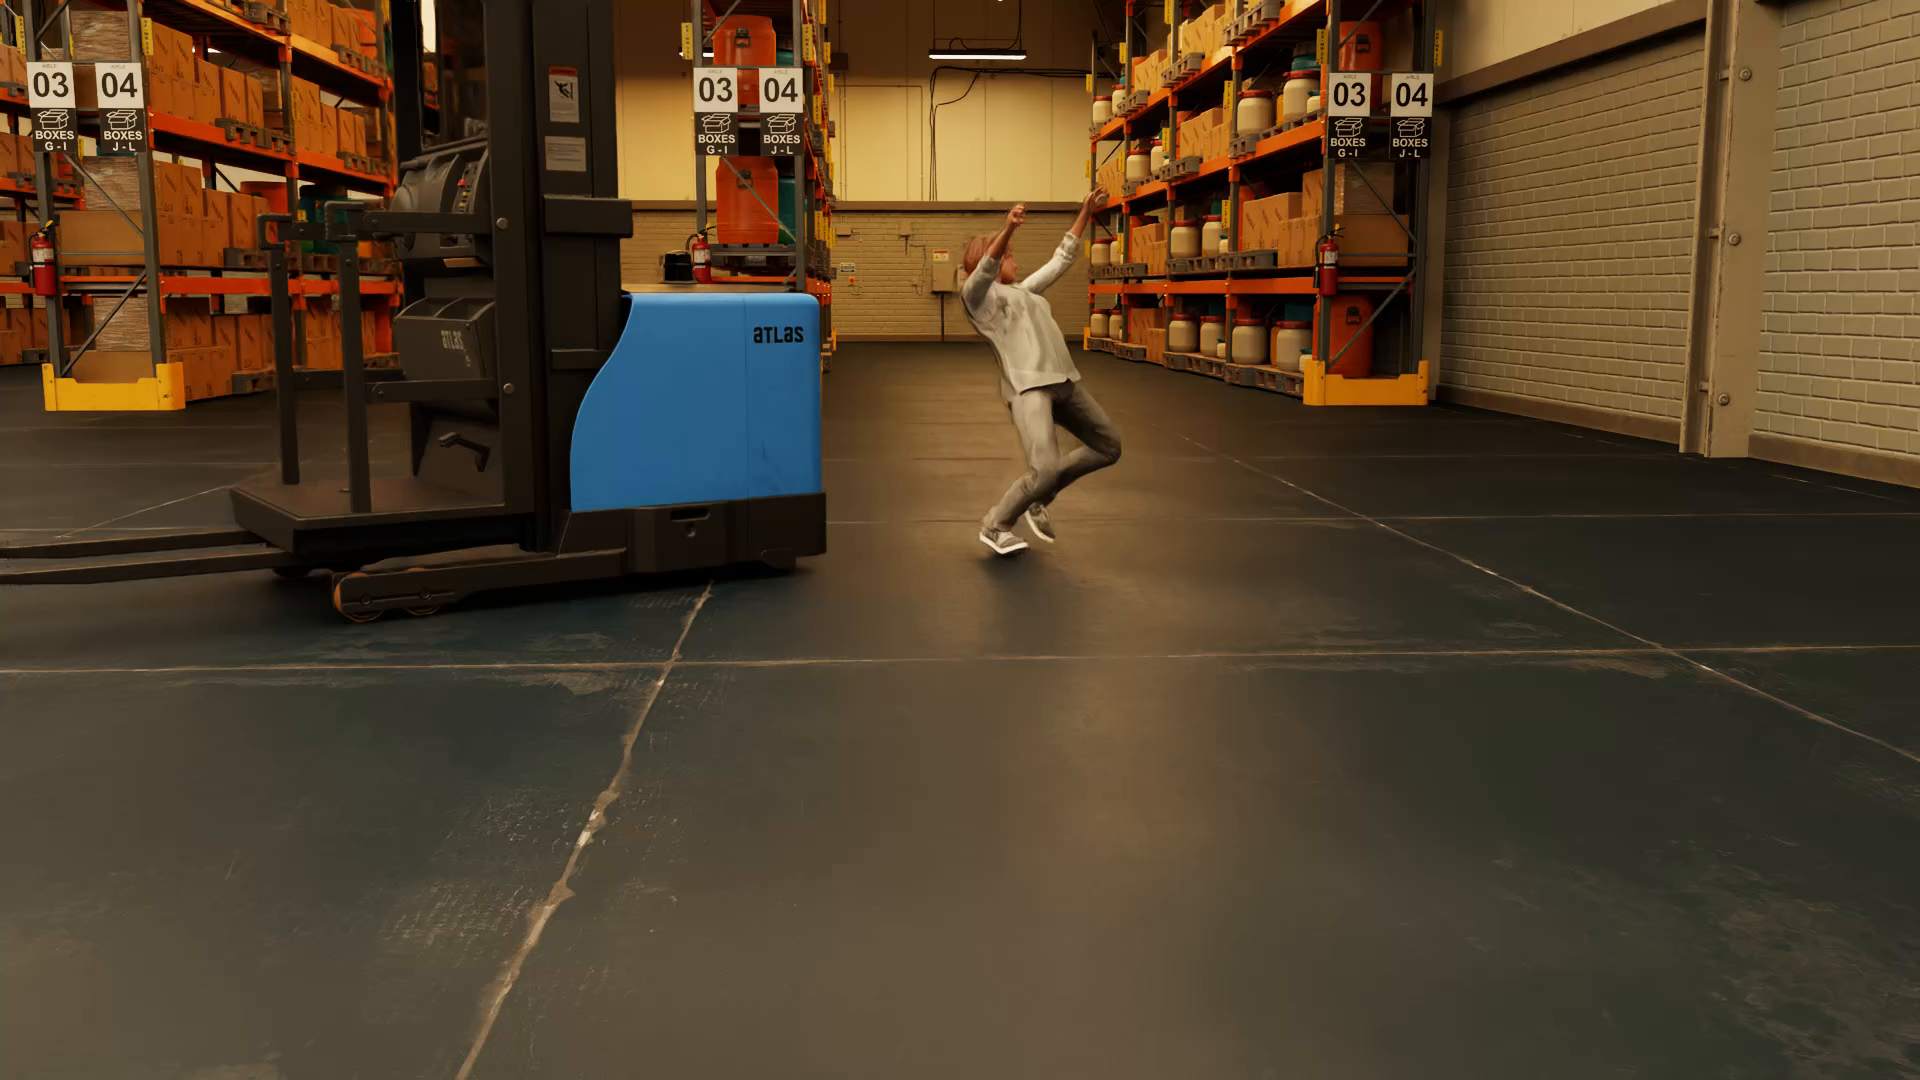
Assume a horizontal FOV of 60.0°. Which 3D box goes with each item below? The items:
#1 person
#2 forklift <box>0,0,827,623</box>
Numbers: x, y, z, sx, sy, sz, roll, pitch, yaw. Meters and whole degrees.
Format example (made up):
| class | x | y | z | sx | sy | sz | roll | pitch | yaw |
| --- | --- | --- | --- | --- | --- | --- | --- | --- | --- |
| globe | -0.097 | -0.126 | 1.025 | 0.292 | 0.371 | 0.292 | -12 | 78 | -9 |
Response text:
| class | x | y | z | sx | sy | sz | roll | pitch | yaw |
| --- | --- | --- | --- | --- | --- | --- | --- | --- | --- |
| person | 0.242 | -0.698 | 6.817 | 0.632 | 1.506 | 0.844 | 5 | 10 | 33 |
| forklift | -2.028 | -1.266 | 5.854 | 3.031 | 2.935 | 1.130 | -6 | 10 | -34 |
